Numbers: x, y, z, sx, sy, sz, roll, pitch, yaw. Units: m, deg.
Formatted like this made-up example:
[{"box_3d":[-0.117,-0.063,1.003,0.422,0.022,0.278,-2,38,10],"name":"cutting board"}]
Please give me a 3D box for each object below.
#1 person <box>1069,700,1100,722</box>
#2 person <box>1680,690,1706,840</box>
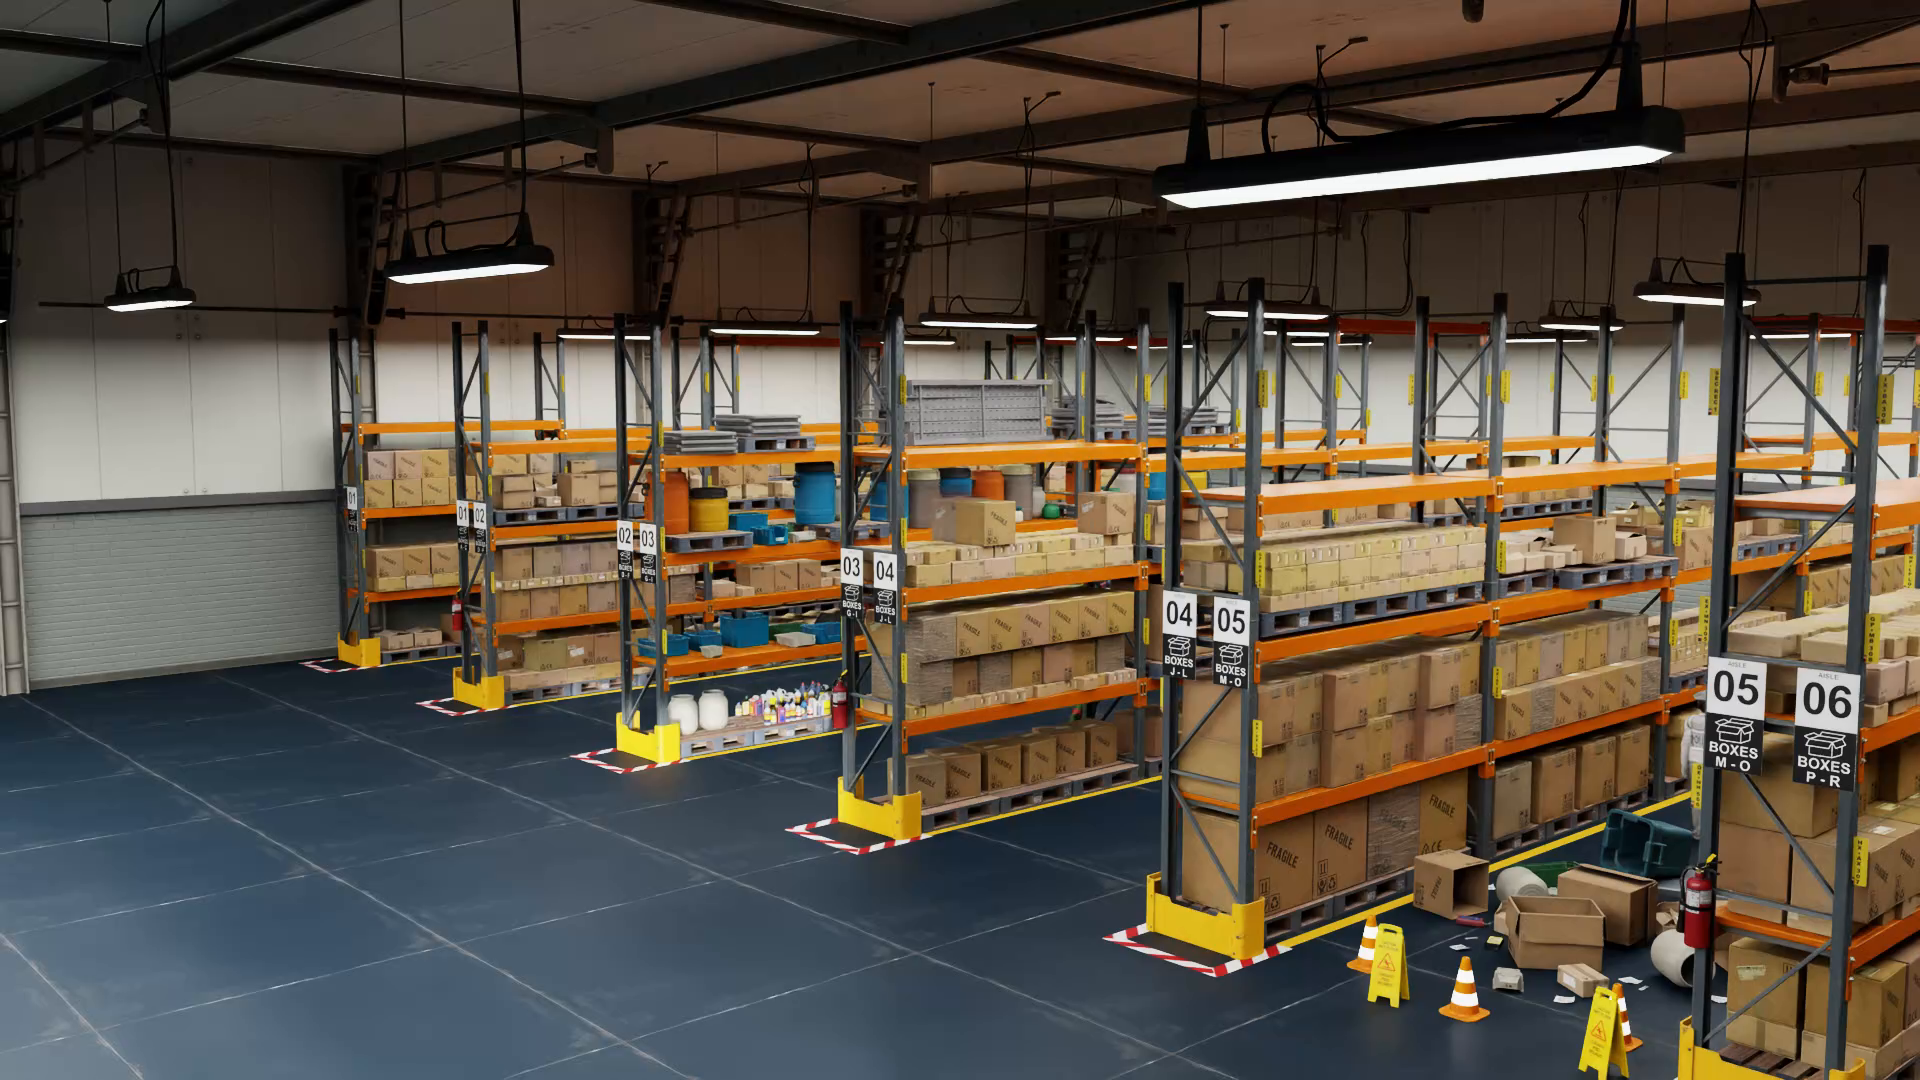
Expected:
[{"box_3d":[1.769,1.968,23.295,0.476,1.790,0.582,-5,7,-41],"name":"person"},{"box_3d":[8.245,2.519,18.465,0.499,1.671,0.511,-5,8,-44],"name":"person"}]
